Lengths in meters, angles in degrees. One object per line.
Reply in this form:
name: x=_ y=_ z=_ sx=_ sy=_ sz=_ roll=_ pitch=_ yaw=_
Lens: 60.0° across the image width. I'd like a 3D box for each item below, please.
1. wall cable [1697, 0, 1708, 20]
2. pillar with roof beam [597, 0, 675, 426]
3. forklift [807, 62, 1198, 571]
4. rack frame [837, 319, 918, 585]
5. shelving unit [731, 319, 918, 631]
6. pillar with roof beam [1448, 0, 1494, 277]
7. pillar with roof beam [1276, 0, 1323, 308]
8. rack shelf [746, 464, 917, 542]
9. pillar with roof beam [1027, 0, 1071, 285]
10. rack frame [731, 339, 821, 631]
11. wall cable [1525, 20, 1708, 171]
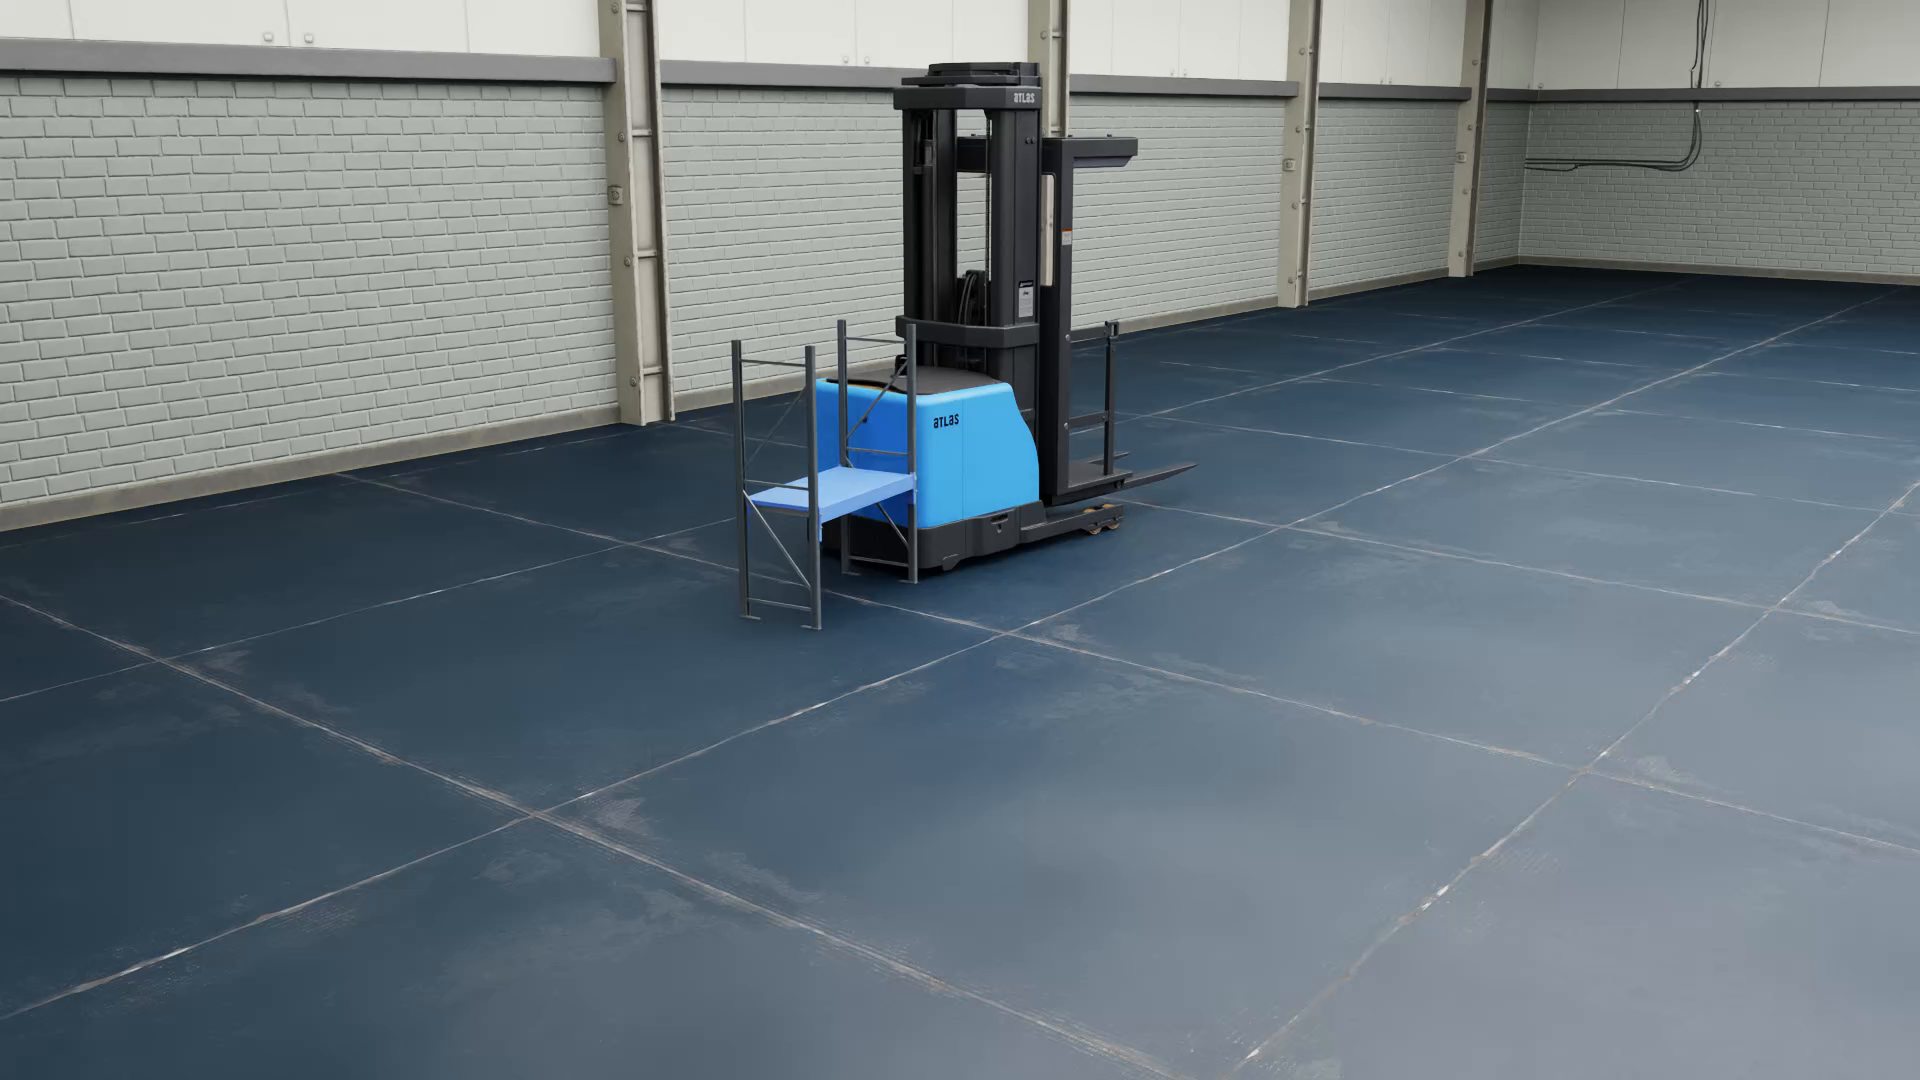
wall cable: x=13.512 y=-9.754 z=26.792 sx=3.097 sy=2.526 sz=0.112 roll=11 pitch=18 yaw=38
pillar with roof beam: x=0.563 y=-4.757 z=11.072 sx=9.100 sy=9.000 sz=0.400 roll=11 pitch=18 yaw=38
forklift: x=0.425 y=-1.533 z=10.703 sx=1.130 sy=2.935 sz=3.031 roll=13 pitch=19 yaw=41
rack frame: x=-0.473 y=-0.502 z=9.552 sx=0.500 sy=1.500 sz=0.032 roll=8 pitch=16 yaw=28
shelving unit: x=-0.716 y=-0.392 z=9.119 sx=0.538 sy=1.500 sz=1.048 roll=8 pitch=16 yaw=28
pillar with roof beam: x=11.876 y=-8.204 z=24.642 sx=9.100 sy=9.000 sz=0.400 roll=11 pitch=18 yaw=38
pillar with roof beam: x=8.105 y=-7.055 z=20.118 sx=9.100 sy=9.000 sz=0.400 roll=11 pitch=18 yaw=38
rack shelf: x=-0.716 y=-0.217 z=9.163 sx=0.538 sy=0.185 sz=1.000 roll=8 pitch=16 yaw=28
pillar with roof beam: x=4.334 y=-5.906 z=15.595 sx=9.100 sy=9.000 sz=0.400 roll=11 pitch=18 yaw=38
rack frame: x=-0.958 y=-0.282 z=8.686 sx=0.500 sy=1.500 sz=0.032 roll=8 pitch=16 yaw=28
wall cable: x=11.408 y=-7.725 z=29.062 sx=3.097 sy=2.526 sz=0.112 roll=11 pitch=18 yaw=38
